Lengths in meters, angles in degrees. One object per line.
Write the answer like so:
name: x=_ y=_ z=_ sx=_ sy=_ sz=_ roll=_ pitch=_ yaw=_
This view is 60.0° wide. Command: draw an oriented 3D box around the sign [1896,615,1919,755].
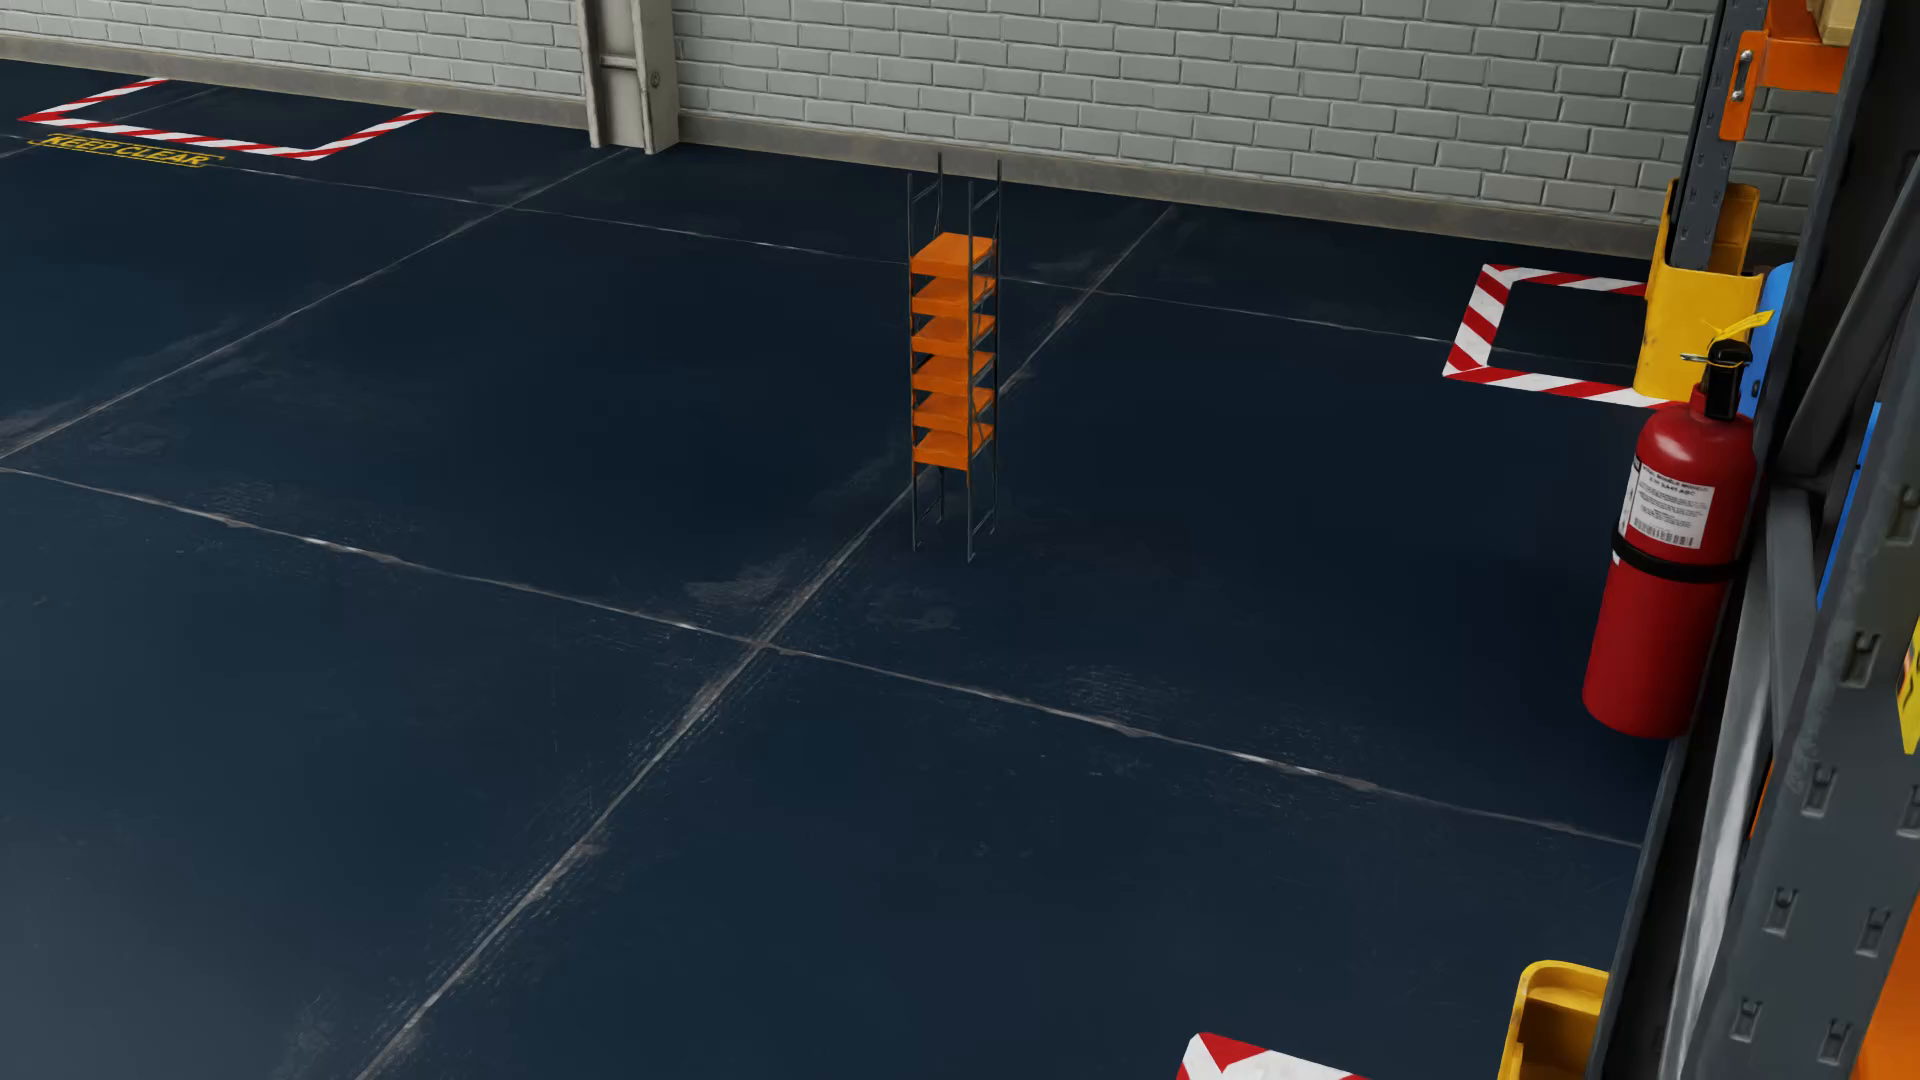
sign: x=0.747 y=0.002 z=1.237 sx=0.005 sy=0.325 sz=0.100 roll=11 pitch=31 yaw=19

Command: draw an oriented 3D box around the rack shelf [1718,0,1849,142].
rack shelf: x=4.674 y=-1.415 z=5.435 sx=4.000 sy=0.370 sz=1.077 roll=11 pitch=31 yaw=19

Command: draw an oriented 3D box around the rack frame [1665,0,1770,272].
rack frame: x=2.821 y=-2.098 z=5.913 sx=0.127 sy=3.000 sz=1.000 roll=11 pitch=31 yaw=19

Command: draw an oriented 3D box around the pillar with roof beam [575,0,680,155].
pillar with roof beam: x=-3.384 y=-4.121 z=3.397 sx=0.400 sy=9.000 sz=9.100 roll=11 pitch=31 yaw=19

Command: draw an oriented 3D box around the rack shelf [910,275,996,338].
rack shelf: x=-0.013 y=-0.695 z=4.863 sx=0.180 sy=0.103 sz=0.258 roll=11 pitch=31 yaw=19

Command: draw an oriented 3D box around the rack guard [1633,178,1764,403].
rack guard: x=2.891 y=-0.996 z=6.503 sx=0.348 sy=0.500 sz=1.175 roll=11 pitch=31 yaw=19

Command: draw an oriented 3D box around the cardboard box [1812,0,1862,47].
cardboard box: x=3.154 y=-1.806 z=5.529 sx=0.500 sy=0.250 sz=0.500 roll=10 pitch=31 yaw=18

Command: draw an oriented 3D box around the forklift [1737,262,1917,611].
forklift: x=3.364 y=-0.605 z=3.341 sx=3.031 sy=2.935 sz=1.130 roll=11 pitch=31 yaw=19

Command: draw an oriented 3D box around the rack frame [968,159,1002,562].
rack frame: x=0.071 y=-0.508 z=4.930 sx=0.006 sy=1.200 sz=0.240 roll=11 pitch=31 yaw=19

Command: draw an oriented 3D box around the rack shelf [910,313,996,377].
rack shelf: x=-0.013 y=-0.591 z=4.922 sx=0.180 sy=0.103 sz=0.258 roll=11 pitch=31 yaw=19

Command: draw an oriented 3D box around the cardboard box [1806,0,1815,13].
cardboard box: x=3.327 y=-2.043 z=5.948 sx=0.500 sy=0.250 sz=0.500 roll=12 pitch=32 yaw=20

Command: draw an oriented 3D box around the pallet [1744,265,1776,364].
pallet: x=3.631 y=-0.703 z=6.280 sx=1.213 sy=0.211 sz=1.003 roll=11 pitch=31 yaw=19

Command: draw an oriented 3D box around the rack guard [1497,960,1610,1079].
rack guard: x=0.939 y=1.245 z=2.539 sx=0.348 sy=0.500 sz=1.175 roll=11 pitch=31 yaw=19

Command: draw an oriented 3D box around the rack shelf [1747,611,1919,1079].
rack shelf: x=2.815 y=0.845 z=1.438 sx=4.000 sy=0.370 sz=1.077 roll=11 pitch=31 yaw=19

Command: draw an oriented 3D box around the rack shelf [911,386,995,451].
rack shelf: x=-0.013 y=-0.382 z=5.040 sx=0.180 sy=0.103 sz=0.258 roll=11 pitch=31 yaw=19

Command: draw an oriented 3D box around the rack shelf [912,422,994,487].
rack shelf: x=-0.013 y=-0.277 z=5.099 sx=0.180 sy=0.103 sz=0.258 roll=11 pitch=31 yaw=19

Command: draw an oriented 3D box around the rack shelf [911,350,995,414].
rack shelf: x=-0.013 y=-0.486 z=4.981 sx=0.180 sy=0.103 sz=0.258 roll=11 pitch=31 yaw=19

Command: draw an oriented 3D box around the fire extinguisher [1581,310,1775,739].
fire extinguisher: x=1.027 y=-0.038 z=2.348 sx=0.183 sy=0.674 sz=0.296 roll=11 pitch=31 yaw=19

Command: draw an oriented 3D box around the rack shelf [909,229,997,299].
rack shelf: x=-0.013 y=-0.800 z=4.804 sx=0.180 sy=0.103 sz=0.258 roll=11 pitch=31 yaw=19

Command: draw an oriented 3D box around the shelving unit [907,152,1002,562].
shelving unit: x=-0.013 y=-0.525 z=4.959 sx=0.189 sy=1.200 sz=0.258 roll=11 pitch=31 yaw=19

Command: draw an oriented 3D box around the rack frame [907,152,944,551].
rack frame: x=-0.098 y=-0.542 z=4.989 sx=0.006 sy=1.200 sz=0.240 roll=11 pitch=31 yaw=19
